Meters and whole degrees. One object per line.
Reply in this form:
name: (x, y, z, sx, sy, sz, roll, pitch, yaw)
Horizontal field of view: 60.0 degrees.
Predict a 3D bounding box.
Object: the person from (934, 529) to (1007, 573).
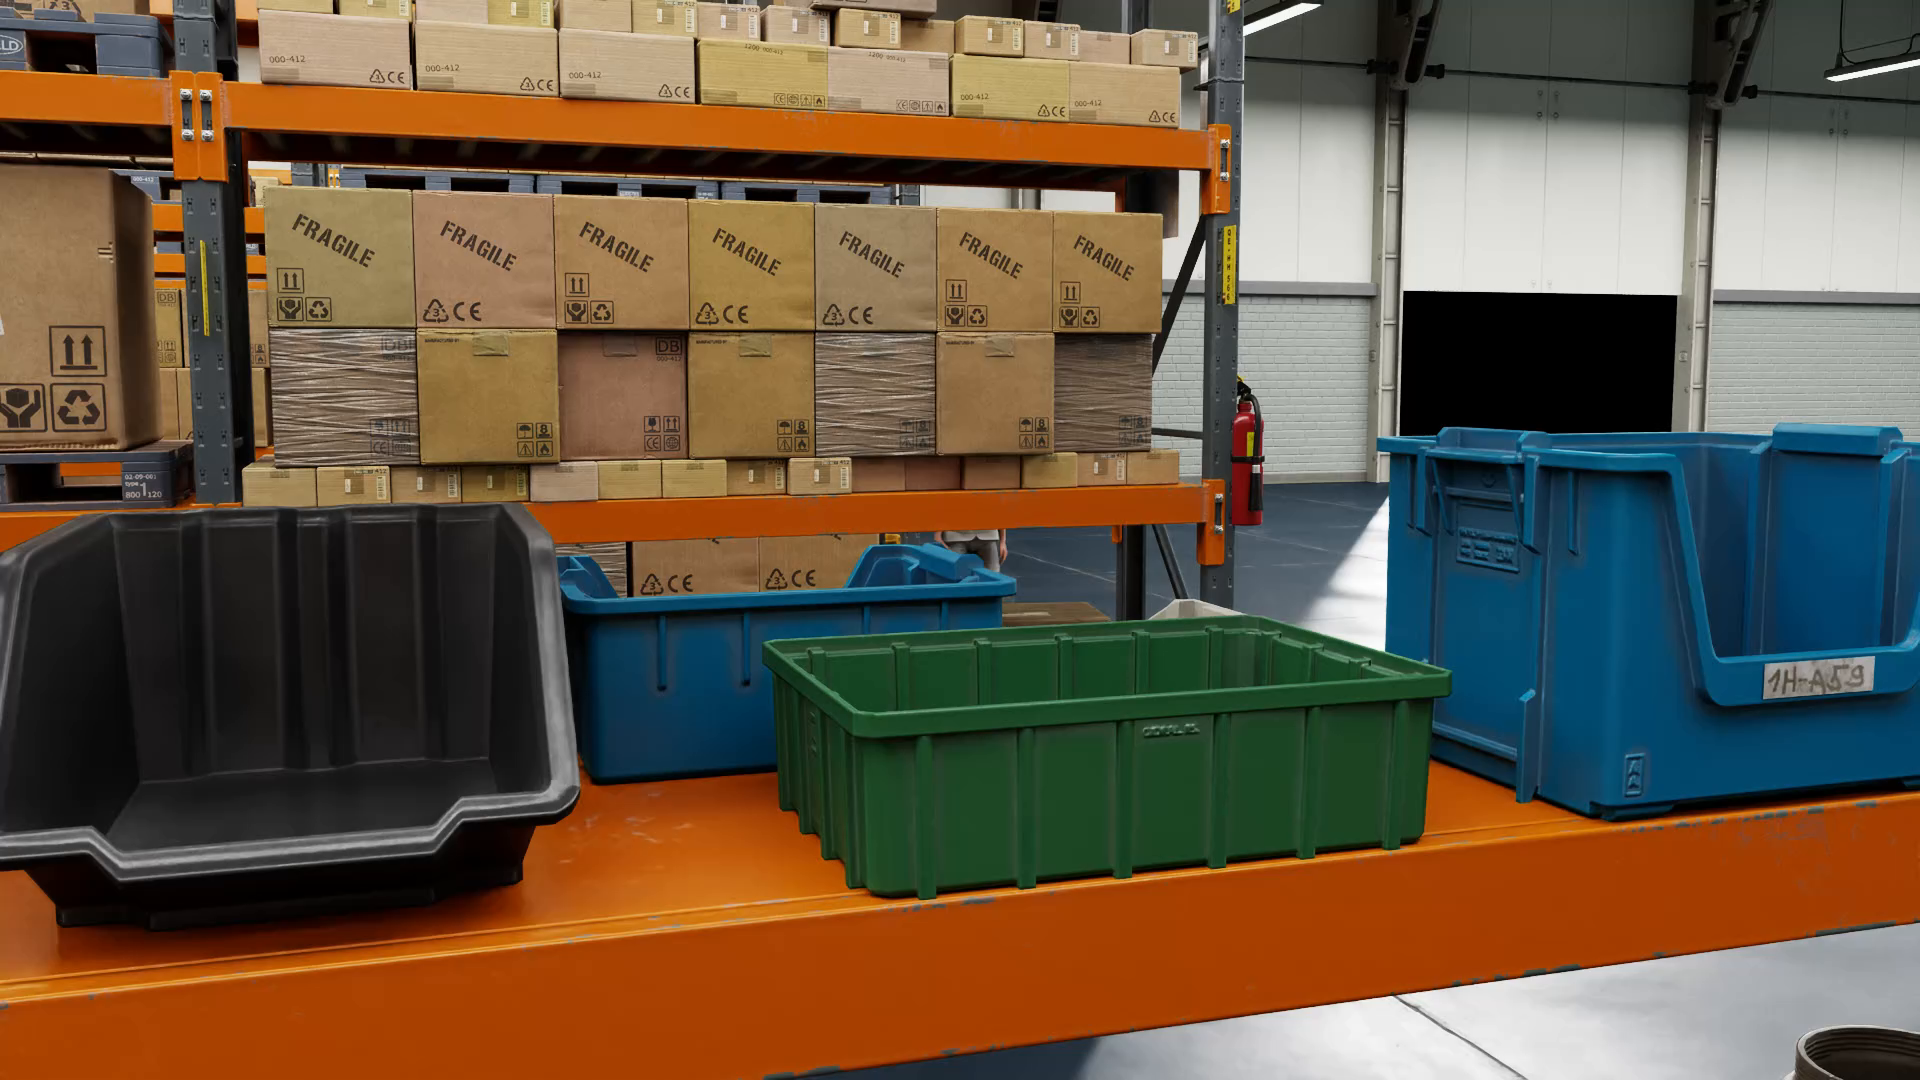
person: (0.059, 0.032, 9.465, 0.467, 1.592, 0.329, -2, 6, -21)
